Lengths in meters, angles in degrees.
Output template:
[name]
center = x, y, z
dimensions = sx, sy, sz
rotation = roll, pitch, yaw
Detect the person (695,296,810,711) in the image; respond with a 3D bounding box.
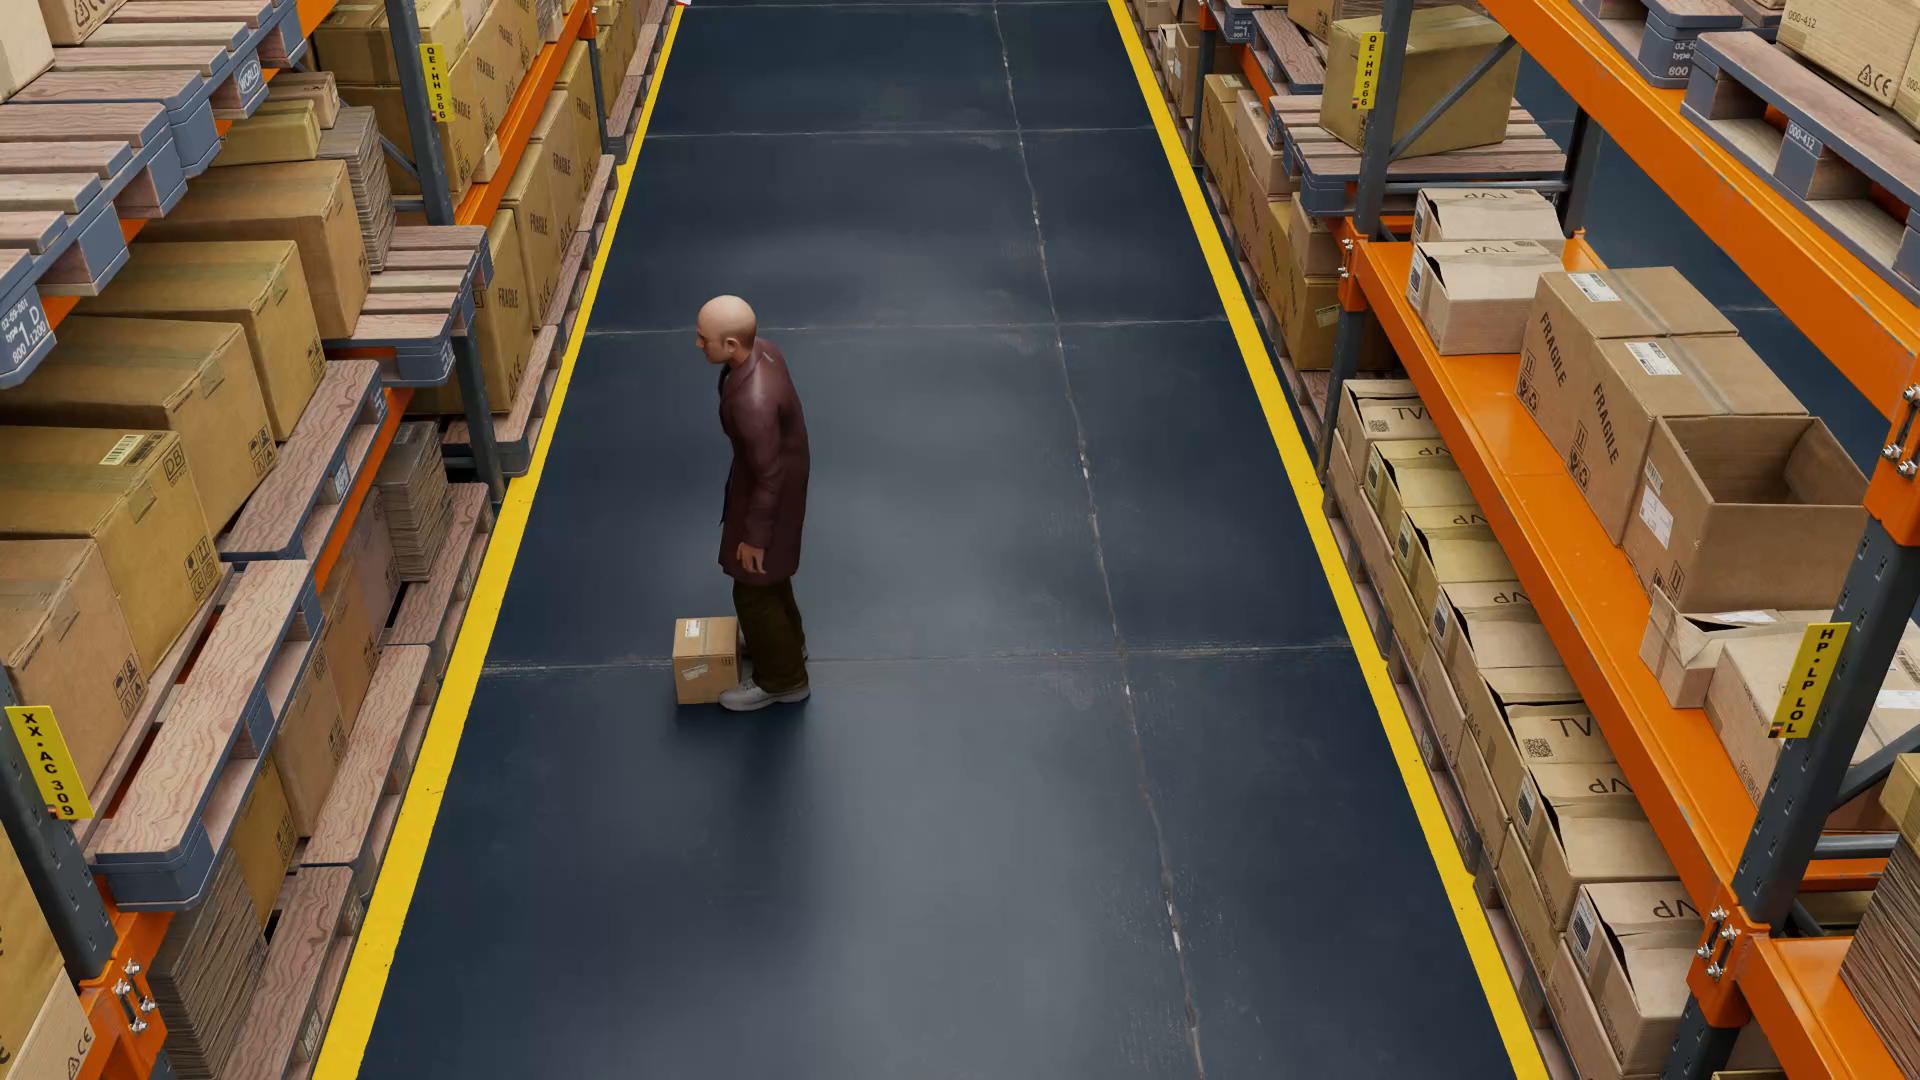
[person]
center = -0.778, -0.062, 6.409
dimensions = 0.429, 1.590, 0.649
rotation = -4, 35, -5
